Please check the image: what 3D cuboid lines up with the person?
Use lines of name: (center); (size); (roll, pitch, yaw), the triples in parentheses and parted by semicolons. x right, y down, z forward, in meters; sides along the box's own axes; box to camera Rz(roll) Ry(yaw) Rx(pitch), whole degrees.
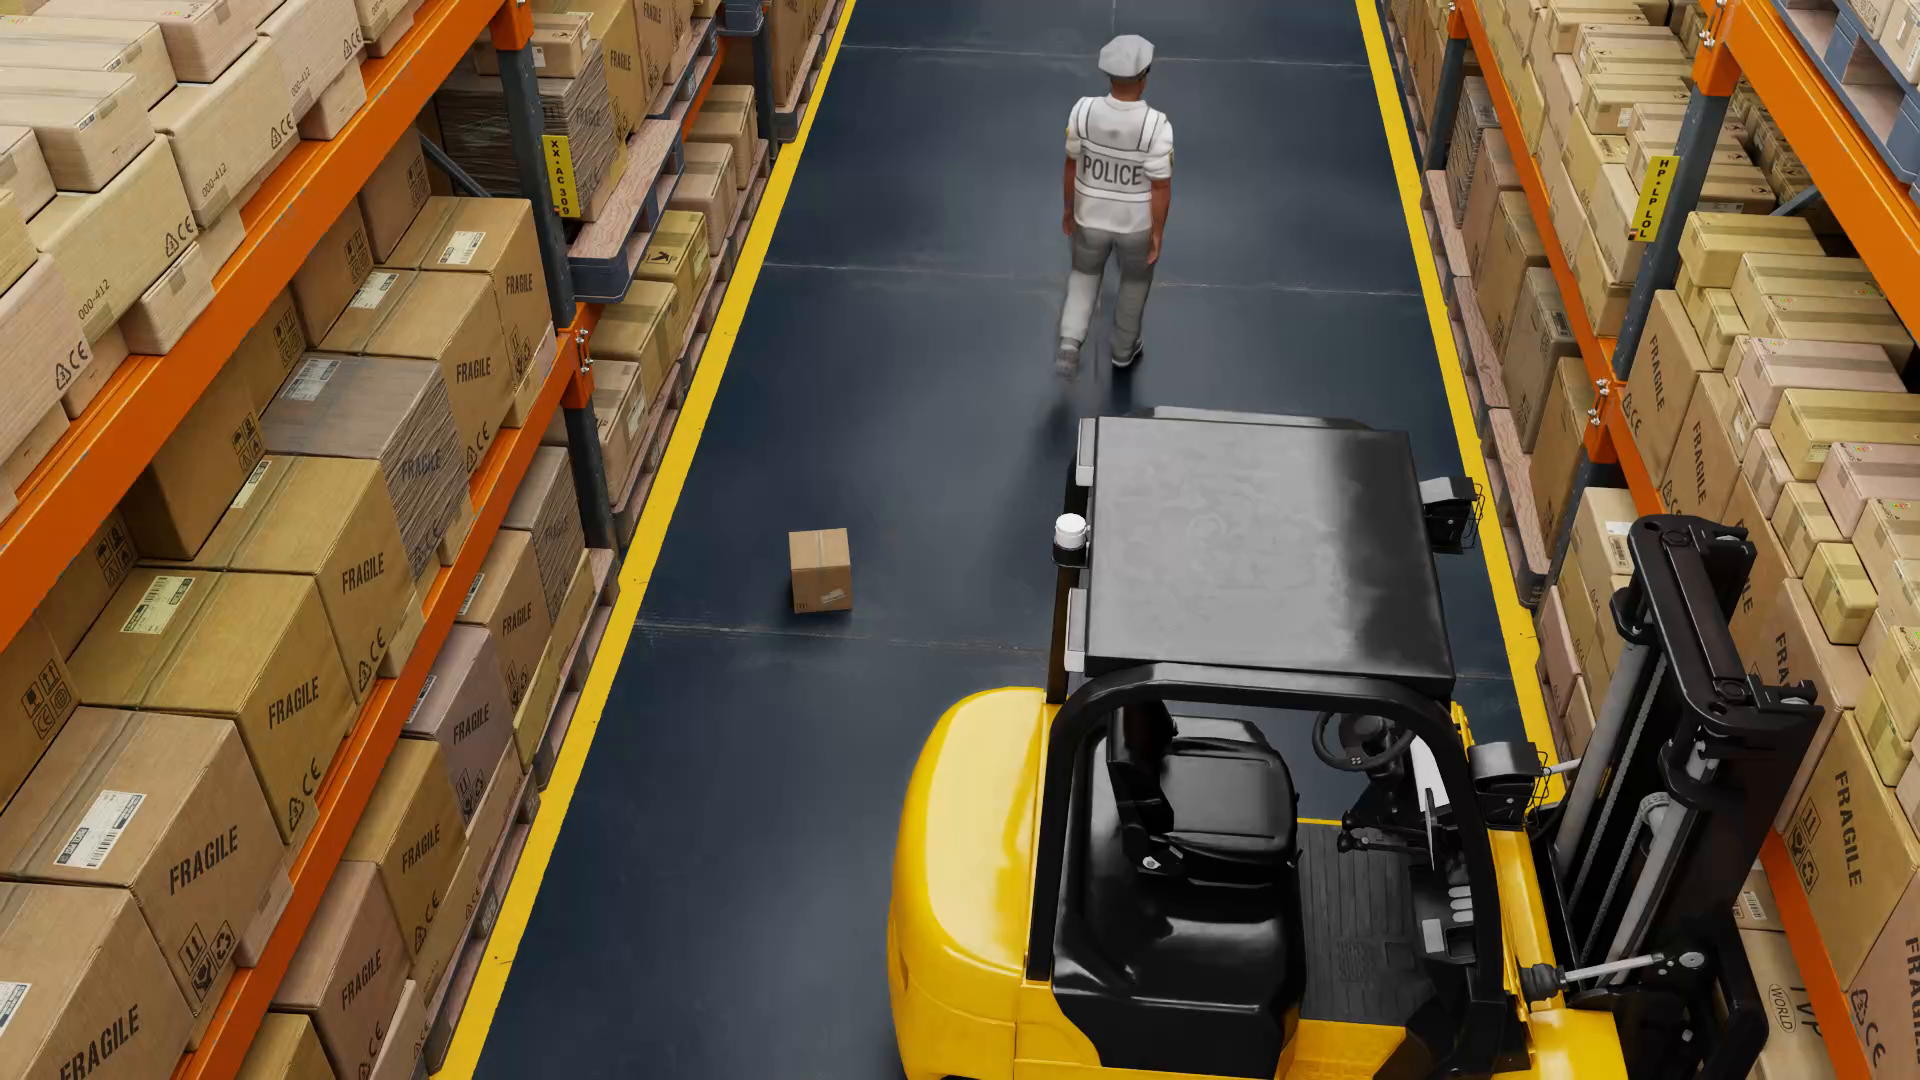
person: (0.743, -1.556, 7.964); (0.536, 1.753, 0.687); (13, 42, 15)
